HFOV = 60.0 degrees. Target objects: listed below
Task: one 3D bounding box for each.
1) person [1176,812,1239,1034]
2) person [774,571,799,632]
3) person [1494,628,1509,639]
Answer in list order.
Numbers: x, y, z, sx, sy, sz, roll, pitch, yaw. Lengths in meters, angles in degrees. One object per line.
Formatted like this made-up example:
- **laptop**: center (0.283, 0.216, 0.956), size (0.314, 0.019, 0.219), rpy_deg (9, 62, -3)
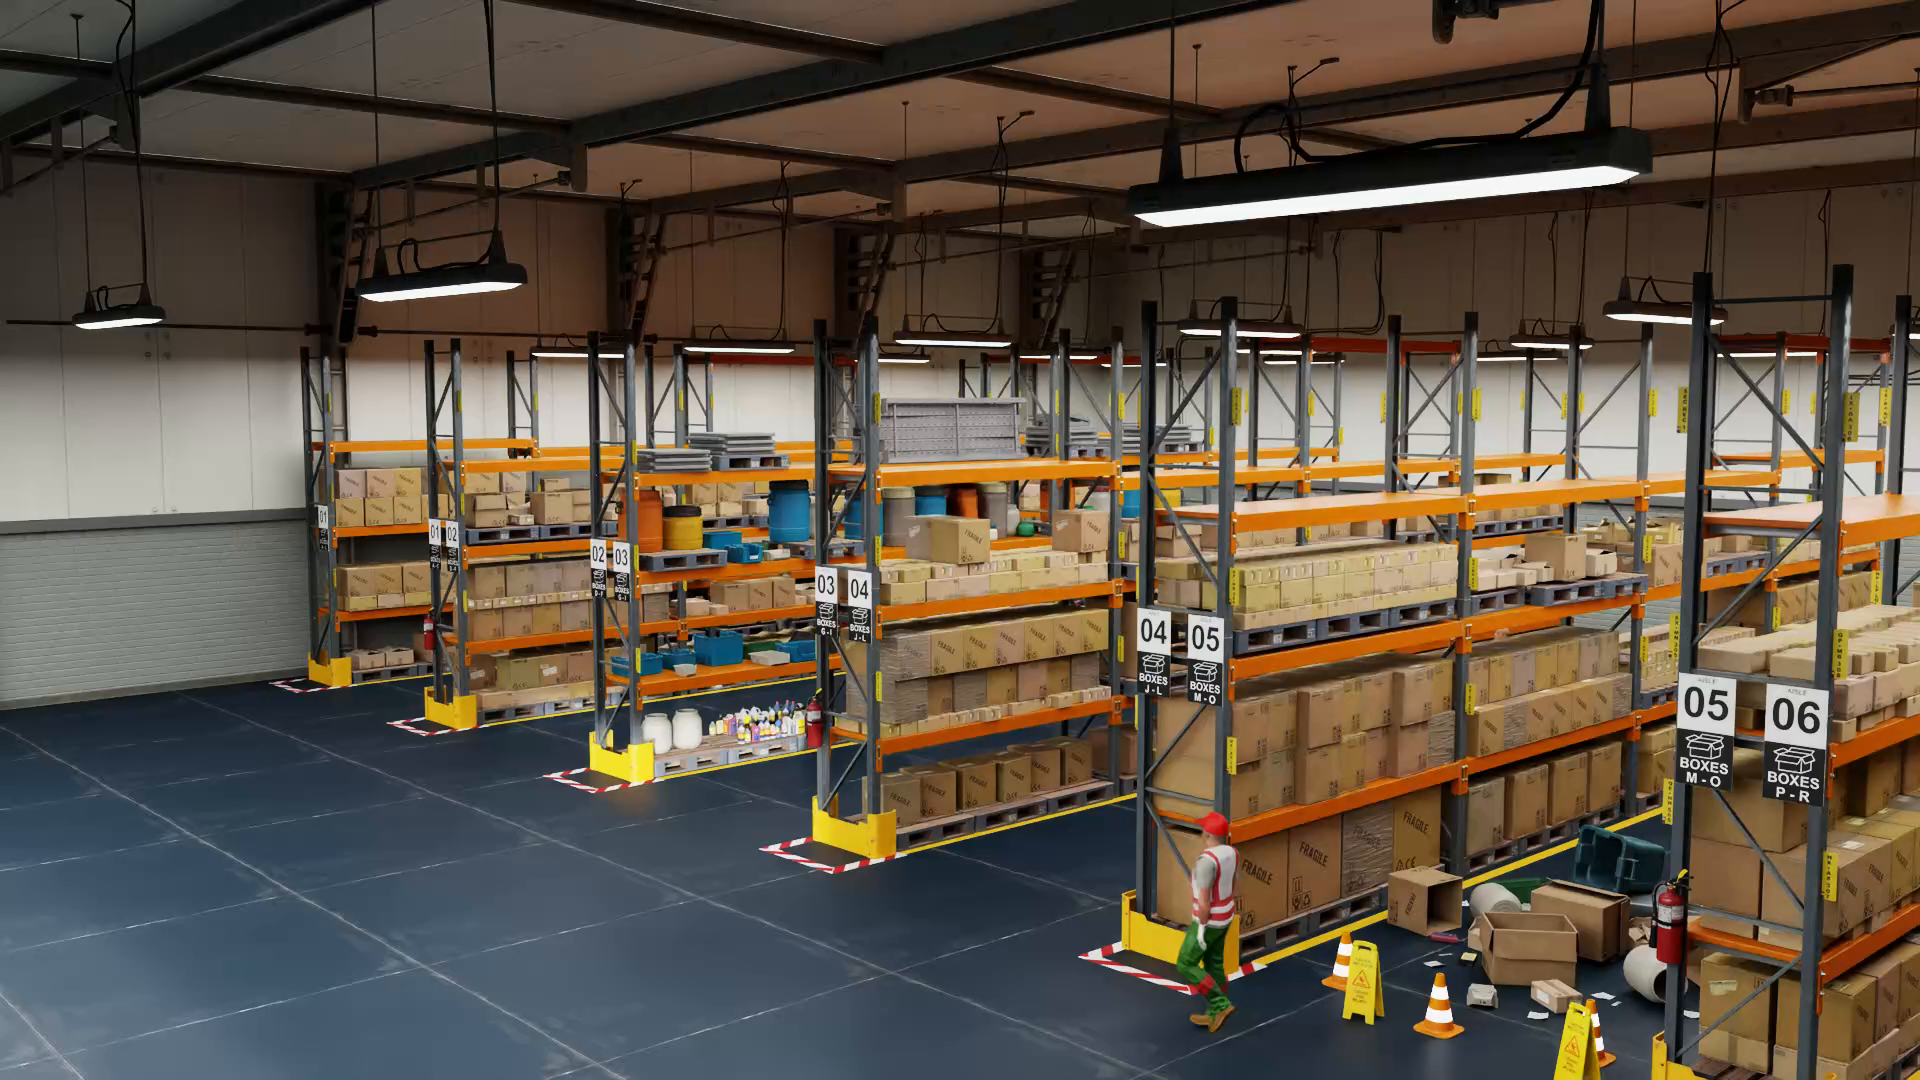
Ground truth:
- **person**: center (2.016, 3.074, 13.413), size (0.477, 1.788, 0.532), rpy_deg (2, 5, 23)
- **person**: center (-3.404, 1.448, 32.706), size (0.423, 1.695, 0.509), rpy_deg (4, 6, 39)
- **person**: center (7.984, 2.137, 24.620), size (0.368, 1.725, 0.563), rpy_deg (4, 6, 39)
